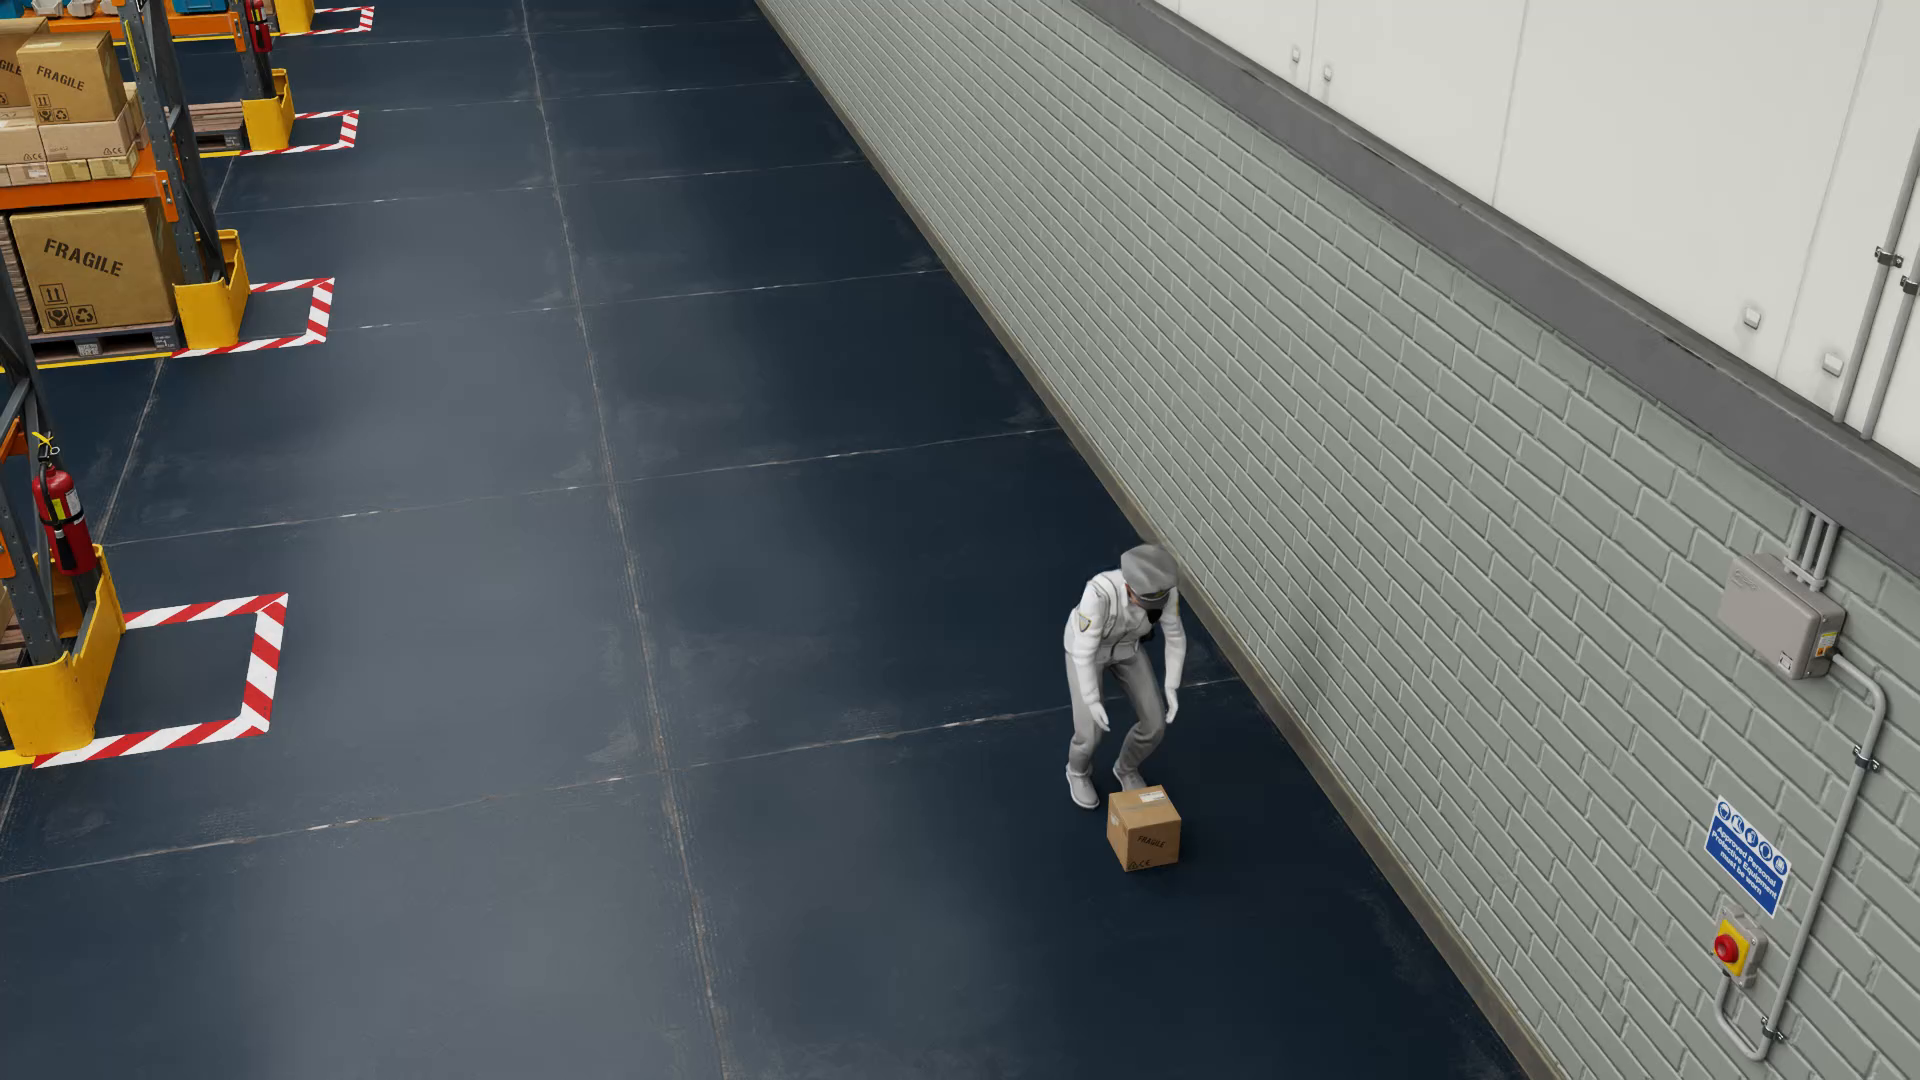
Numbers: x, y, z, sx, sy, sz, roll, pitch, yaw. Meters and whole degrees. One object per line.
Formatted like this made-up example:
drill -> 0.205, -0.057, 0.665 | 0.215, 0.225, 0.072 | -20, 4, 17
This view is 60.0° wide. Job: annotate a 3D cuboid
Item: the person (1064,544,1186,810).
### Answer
person -> 0.740, 0.585, 7.479 | 0.534, 1.429, 0.667 | -8, 31, -13
